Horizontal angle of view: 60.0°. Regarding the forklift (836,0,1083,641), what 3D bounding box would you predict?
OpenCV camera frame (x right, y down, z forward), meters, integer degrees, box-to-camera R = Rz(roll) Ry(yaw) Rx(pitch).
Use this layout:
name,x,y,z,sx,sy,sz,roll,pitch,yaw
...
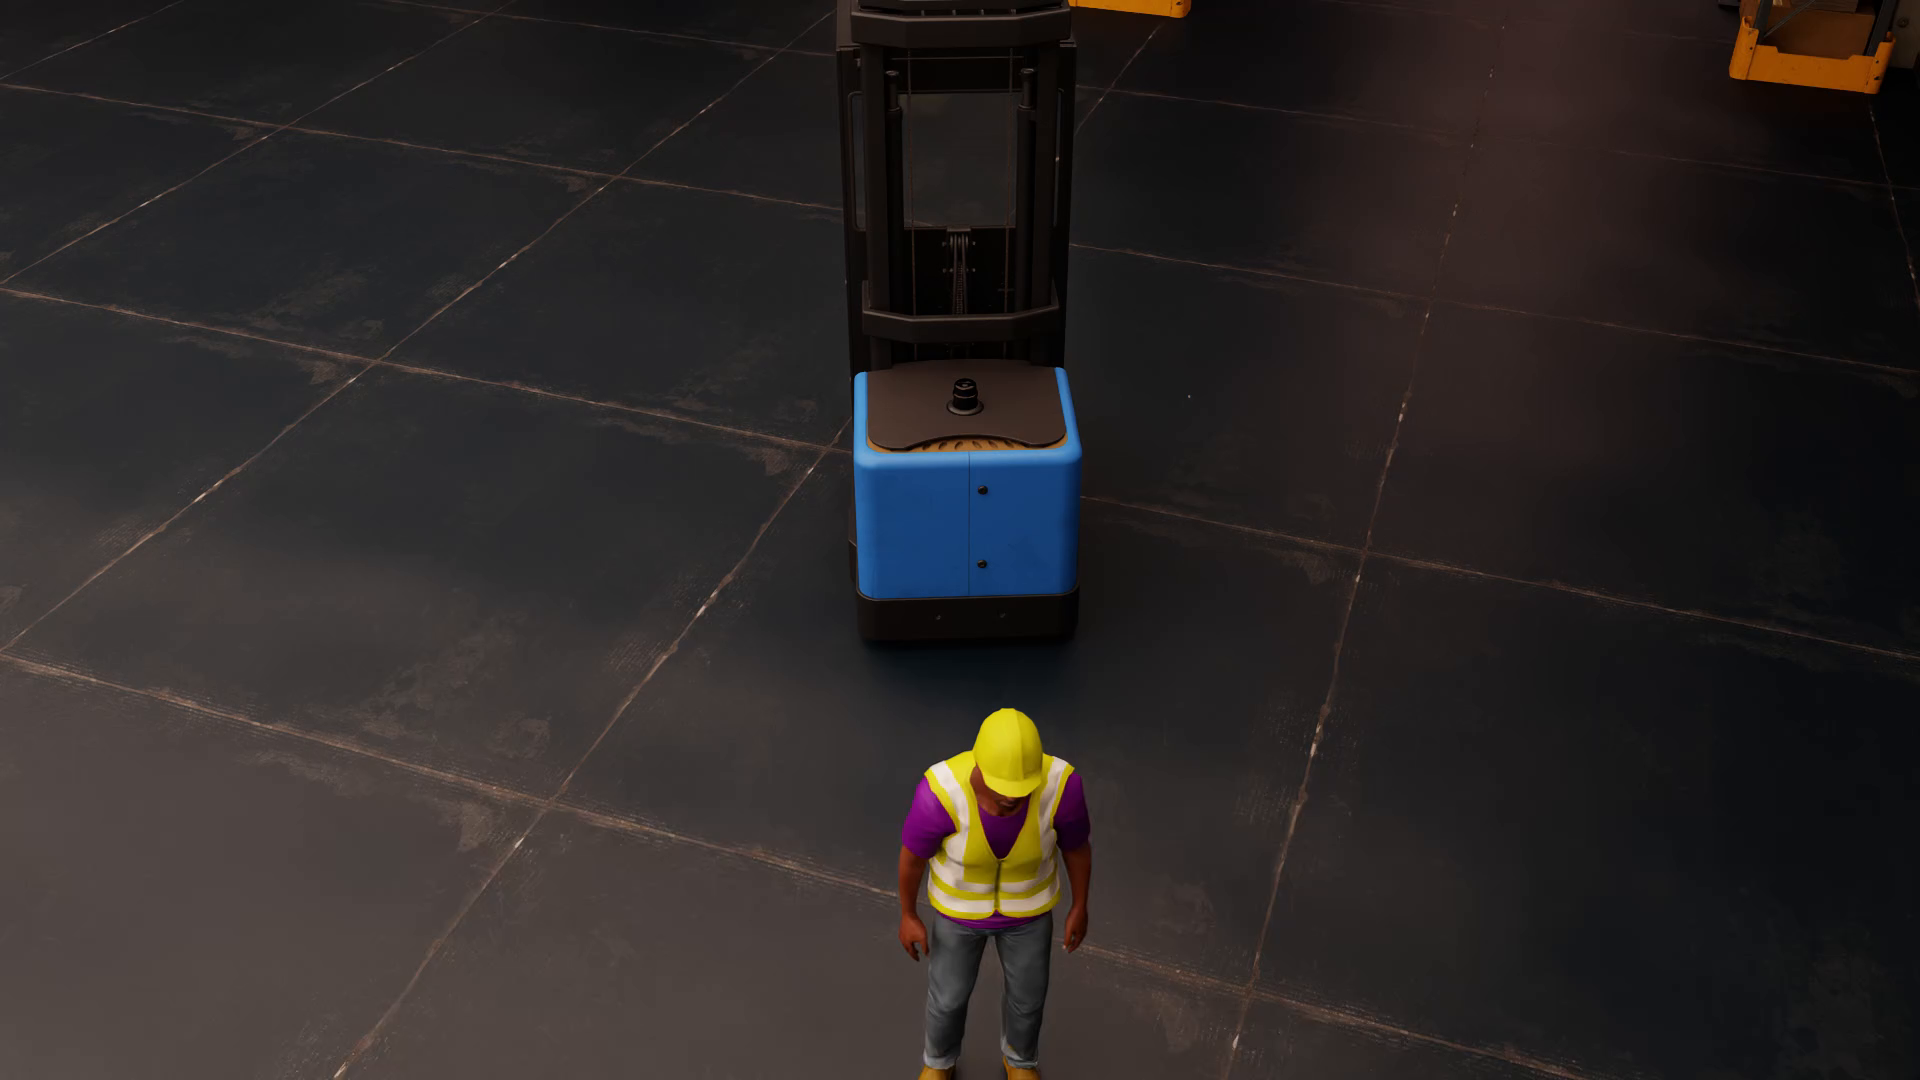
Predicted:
name,x,y,z,sx,sy,sz,roll,pitch,yaw
forklift,-0.029,-1.547,8.293,1.130,2.935,3.031,-2,35,-2

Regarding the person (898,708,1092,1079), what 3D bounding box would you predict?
name,x,y,z,sx,sy,sz,roll,pitch,yaw
person,0.114,1.209,5.422,0.632,1.759,0.462,-2,35,-3
